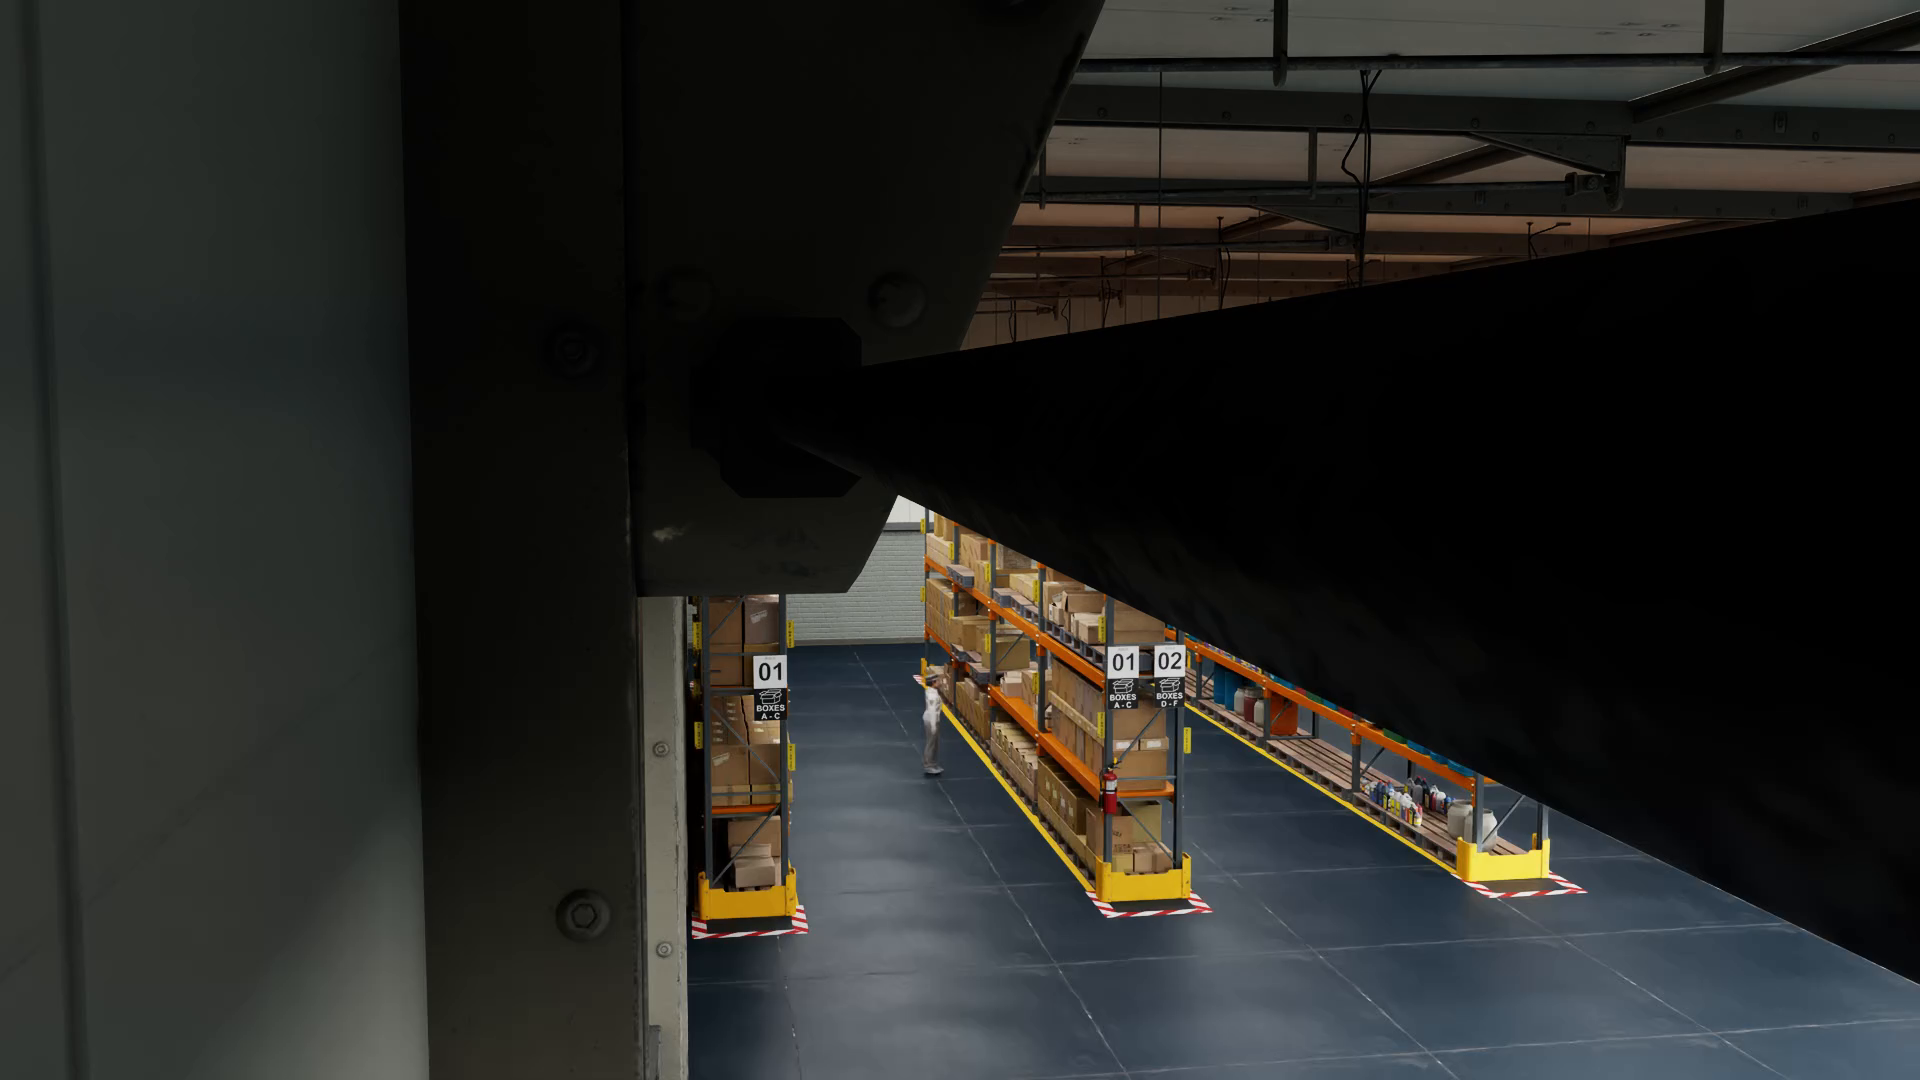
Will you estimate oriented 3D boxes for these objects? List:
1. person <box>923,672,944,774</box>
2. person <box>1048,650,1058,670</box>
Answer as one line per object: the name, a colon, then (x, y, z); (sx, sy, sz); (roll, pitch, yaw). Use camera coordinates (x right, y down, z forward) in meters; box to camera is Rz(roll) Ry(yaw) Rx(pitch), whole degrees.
person: (-0.433, 3.074, 27.769); (0.384, 1.725, 0.549); (0, 5, -3)
person: (2.053, 2.229, 36.484); (0.644, 1.711, 0.975); (0, 5, -3)
